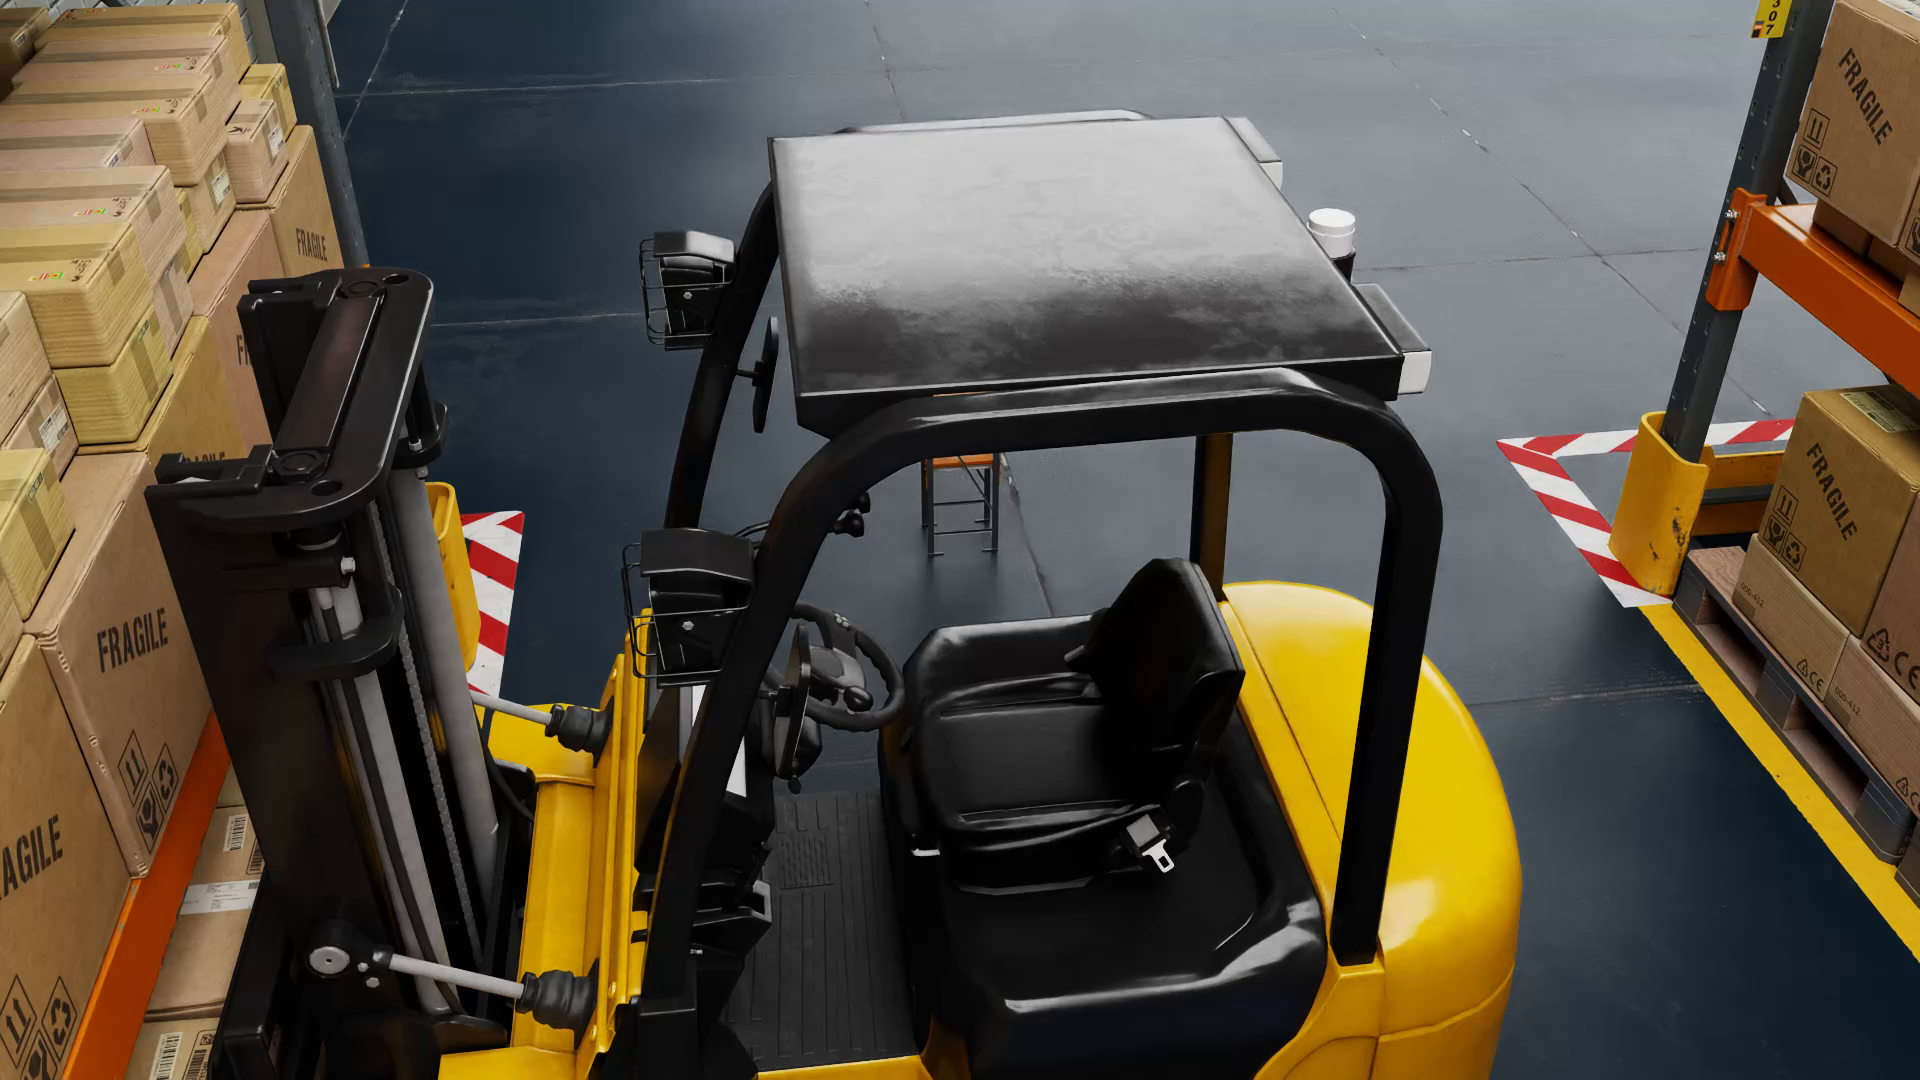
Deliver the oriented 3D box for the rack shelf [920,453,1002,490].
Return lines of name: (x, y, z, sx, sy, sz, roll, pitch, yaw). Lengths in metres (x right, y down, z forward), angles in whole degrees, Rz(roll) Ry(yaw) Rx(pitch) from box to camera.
rack shelf: (-0.002, -0.269, 5.584, 0.258, 0.103, 0.180, -4, 35, -6)

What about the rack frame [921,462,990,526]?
rack frame: (-0.014, -0.555, 5.499, 0.240, 1.200, 0.006, -4, 35, -6)

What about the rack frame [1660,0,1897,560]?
rack frame: (2.812, -1.234, 4.897, 1.000, 3.000, 0.127, -4, 35, -6)

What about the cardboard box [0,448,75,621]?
cardboard box: (-1.539, 0.005, 2.415, 0.380, 0.149, 0.250, -5, 35, -7)

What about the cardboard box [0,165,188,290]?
cardboard box: (-1.618, -0.544, 2.955, 0.380, 0.149, 0.250, -4, 34, -5)

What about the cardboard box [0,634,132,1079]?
cardboard box: (-1.525, 0.496, 2.270, 0.500, 0.500, 0.500, -5, 35, -7)

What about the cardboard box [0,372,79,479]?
cardboard box: (-1.641, -0.133, 2.617, 0.380, 0.149, 0.250, -5, 35, -7)

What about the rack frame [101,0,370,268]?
rack frame: (-2.106, -0.856, 4.342, 1.000, 3.000, 0.127, -4, 35, -6)

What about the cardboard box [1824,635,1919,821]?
cardboard box: (2.708, 0.485, 4.443, 0.500, 0.250, 0.500, -3, 34, -5)

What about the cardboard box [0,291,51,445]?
cardboard box: (-1.637, -0.249, 2.523, 0.380, 0.149, 0.250, -4, 34, -6)

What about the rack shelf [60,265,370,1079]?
rack shelf: (-1.837, 0.557, 2.907, 1.077, 0.370, 4.000, -4, 35, -6)

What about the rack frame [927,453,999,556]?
rack frame: (0.010, -0.453, 5.349, 0.240, 1.200, 0.006, -4, 35, -6)

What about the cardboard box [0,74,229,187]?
cardboard box: (-1.723, -0.825, 3.368, 0.380, 0.149, 0.250, -4, 34, -5)

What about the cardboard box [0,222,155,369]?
cardboard box: (-1.578, -0.400, 2.744, 0.380, 0.149, 0.250, -4, 34, -5)

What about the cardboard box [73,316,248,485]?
cardboard box: (-1.650, -0.066, 3.095, 0.500, 0.500, 0.500, -5, 35, -7)

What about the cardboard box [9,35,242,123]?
cardboard box: (-1.785, -0.969, 3.579, 0.380, 0.149, 0.250, -4, 35, -6)

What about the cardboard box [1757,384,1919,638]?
cardboard box: (2.650, -0.097, 4.631, 0.500, 0.500, 0.500, -5, 35, -8)

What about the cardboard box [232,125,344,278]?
cardboard box: (-1.780, -0.643, 3.940, 0.500, 0.500, 0.500, -5, 35, -7)

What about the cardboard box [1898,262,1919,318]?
cardboard box: (2.656, -0.631, 4.235, 0.380, 0.149, 0.250, -5, 35, -8)

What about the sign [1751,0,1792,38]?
sign: (2.274, -1.551, 4.593, 0.100, 0.325, 0.005, -4, 35, -6)

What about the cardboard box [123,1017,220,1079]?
cardboard box: (-1.459, 1.069, 2.698, 0.500, 0.250, 0.500, -3, 34, -5)

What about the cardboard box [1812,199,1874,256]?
cardboard box: (2.653, -0.925, 4.667, 0.380, 0.149, 0.250, -4, 35, -6)

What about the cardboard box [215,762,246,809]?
cardboard box: (-1.583, 0.492, 3.545, 0.500, 0.250, 0.500, -4, 34, -6)

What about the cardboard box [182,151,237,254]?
cardboard box: (-1.744, -0.703, 3.454, 0.380, 0.149, 0.250, -4, 34, -5)

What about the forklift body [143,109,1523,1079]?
forklift body: (-0.043, 0.415, 3.231, 2.313, 2.155, 1.214, -4, 35, -6)

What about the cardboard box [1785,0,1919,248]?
cardboard box: (2.601, -1.113, 4.366, 0.500, 0.500, 0.500, -5, 35, -7)

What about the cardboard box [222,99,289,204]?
cardboard box: (-1.718, -0.853, 3.673, 0.380, 0.149, 0.250, -4, 34, -6)

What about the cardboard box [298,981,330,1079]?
cardboard box: (-1.520, 0.995, 3.251, 0.500, 0.250, 0.500, -4, 35, -7)

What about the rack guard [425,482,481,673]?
rack guard: (-2.109, 0.164, 5.066, 1.175, 0.500, 0.348, -4, 35, -6)

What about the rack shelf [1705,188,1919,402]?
rack shelf: (3.081, 0.179, 3.462, 1.077, 0.370, 4.000, -4, 35, -6)

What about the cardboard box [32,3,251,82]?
cardboard box: (-1.849, -1.104, 3.778, 0.380, 0.149, 0.250, -4, 35, -6)

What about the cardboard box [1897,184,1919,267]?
cardboard box: (2.674, -0.824, 3.943, 0.500, 0.500, 0.500, -3, 34, -5)

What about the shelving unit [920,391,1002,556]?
shelving unit: (-0.002, -0.504, 5.424, 0.258, 1.200, 0.189, -4, 35, -6)

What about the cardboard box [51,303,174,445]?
cardboard box: (-1.585, -0.279, 2.831, 0.380, 0.149, 0.250, -4, 34, -6)

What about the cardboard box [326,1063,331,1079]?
cardboard box: (-1.522, 1.191, 3.407, 0.500, 0.250, 0.500, -3, 34, -5)

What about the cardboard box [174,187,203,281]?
cardboard box: (-1.722, -0.564, 3.249, 0.380, 0.149, 0.250, -5, 35, -7)

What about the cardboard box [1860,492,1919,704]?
cardboard box: (2.725, 0.195, 4.204, 0.500, 0.500, 0.500, -6, 35, -8)

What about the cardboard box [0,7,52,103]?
cardboard box: (-2.273, -1.085, 3.749, 0.380, 0.149, 0.250, -5, 35, -7)

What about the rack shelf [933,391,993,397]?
rack shelf: (-0.002, -0.467, 5.449, 0.258, 0.103, 0.180, -4, 35, -6)

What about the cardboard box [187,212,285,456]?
cardboard box: (-1.719, -0.352, 3.515, 0.500, 0.500, 0.500, -3, 34, -5)

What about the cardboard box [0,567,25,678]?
cardboard box: (-1.494, 0.153, 2.198, 0.380, 0.149, 0.250, -5, 35, -8)

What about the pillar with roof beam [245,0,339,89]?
pillar with roof beam: (0.553, -6.552, 7.374, 9.100, 9.000, 0.400, -4, 35, -6)

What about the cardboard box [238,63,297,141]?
cardboard box: (-1.782, -0.993, 3.879, 0.380, 0.149, 0.250, -4, 34, -6)

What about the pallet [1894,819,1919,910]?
pallet: (3.057, 1.096, 3.954, 1.003, 0.211, 1.213, -4, 35, -6)

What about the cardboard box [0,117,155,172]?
cardboard box: (-1.763, -0.681, 3.156, 0.380, 0.149, 0.250, -4, 34, -6)

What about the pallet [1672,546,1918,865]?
pallet: (2.896, 0.417, 4.951, 1.003, 0.211, 1.213, -4, 35, -6)

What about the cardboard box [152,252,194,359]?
cardboard box: (-1.639, -0.419, 3.036, 0.380, 0.149, 0.250, -5, 35, -8)

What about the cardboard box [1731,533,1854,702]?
cardboard box: (2.646, 0.200, 4.862, 0.500, 0.250, 0.500, -5, 35, -7)

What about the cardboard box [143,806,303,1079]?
cardboard box: (-1.522, 0.776, 3.129, 0.500, 0.250, 0.500, -5, 35, -7)

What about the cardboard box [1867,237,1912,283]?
cardboard box: (2.701, -0.785, 4.461, 0.380, 0.149, 0.250, -4, 34, -6)

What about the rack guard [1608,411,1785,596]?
rack guard: (2.822, -0.159, 5.539, 1.175, 0.500, 0.348, -4, 35, -6)

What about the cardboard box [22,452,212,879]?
cardboard box: (-1.571, 0.213, 2.685, 0.500, 0.500, 0.500, -4, 34, -6)
